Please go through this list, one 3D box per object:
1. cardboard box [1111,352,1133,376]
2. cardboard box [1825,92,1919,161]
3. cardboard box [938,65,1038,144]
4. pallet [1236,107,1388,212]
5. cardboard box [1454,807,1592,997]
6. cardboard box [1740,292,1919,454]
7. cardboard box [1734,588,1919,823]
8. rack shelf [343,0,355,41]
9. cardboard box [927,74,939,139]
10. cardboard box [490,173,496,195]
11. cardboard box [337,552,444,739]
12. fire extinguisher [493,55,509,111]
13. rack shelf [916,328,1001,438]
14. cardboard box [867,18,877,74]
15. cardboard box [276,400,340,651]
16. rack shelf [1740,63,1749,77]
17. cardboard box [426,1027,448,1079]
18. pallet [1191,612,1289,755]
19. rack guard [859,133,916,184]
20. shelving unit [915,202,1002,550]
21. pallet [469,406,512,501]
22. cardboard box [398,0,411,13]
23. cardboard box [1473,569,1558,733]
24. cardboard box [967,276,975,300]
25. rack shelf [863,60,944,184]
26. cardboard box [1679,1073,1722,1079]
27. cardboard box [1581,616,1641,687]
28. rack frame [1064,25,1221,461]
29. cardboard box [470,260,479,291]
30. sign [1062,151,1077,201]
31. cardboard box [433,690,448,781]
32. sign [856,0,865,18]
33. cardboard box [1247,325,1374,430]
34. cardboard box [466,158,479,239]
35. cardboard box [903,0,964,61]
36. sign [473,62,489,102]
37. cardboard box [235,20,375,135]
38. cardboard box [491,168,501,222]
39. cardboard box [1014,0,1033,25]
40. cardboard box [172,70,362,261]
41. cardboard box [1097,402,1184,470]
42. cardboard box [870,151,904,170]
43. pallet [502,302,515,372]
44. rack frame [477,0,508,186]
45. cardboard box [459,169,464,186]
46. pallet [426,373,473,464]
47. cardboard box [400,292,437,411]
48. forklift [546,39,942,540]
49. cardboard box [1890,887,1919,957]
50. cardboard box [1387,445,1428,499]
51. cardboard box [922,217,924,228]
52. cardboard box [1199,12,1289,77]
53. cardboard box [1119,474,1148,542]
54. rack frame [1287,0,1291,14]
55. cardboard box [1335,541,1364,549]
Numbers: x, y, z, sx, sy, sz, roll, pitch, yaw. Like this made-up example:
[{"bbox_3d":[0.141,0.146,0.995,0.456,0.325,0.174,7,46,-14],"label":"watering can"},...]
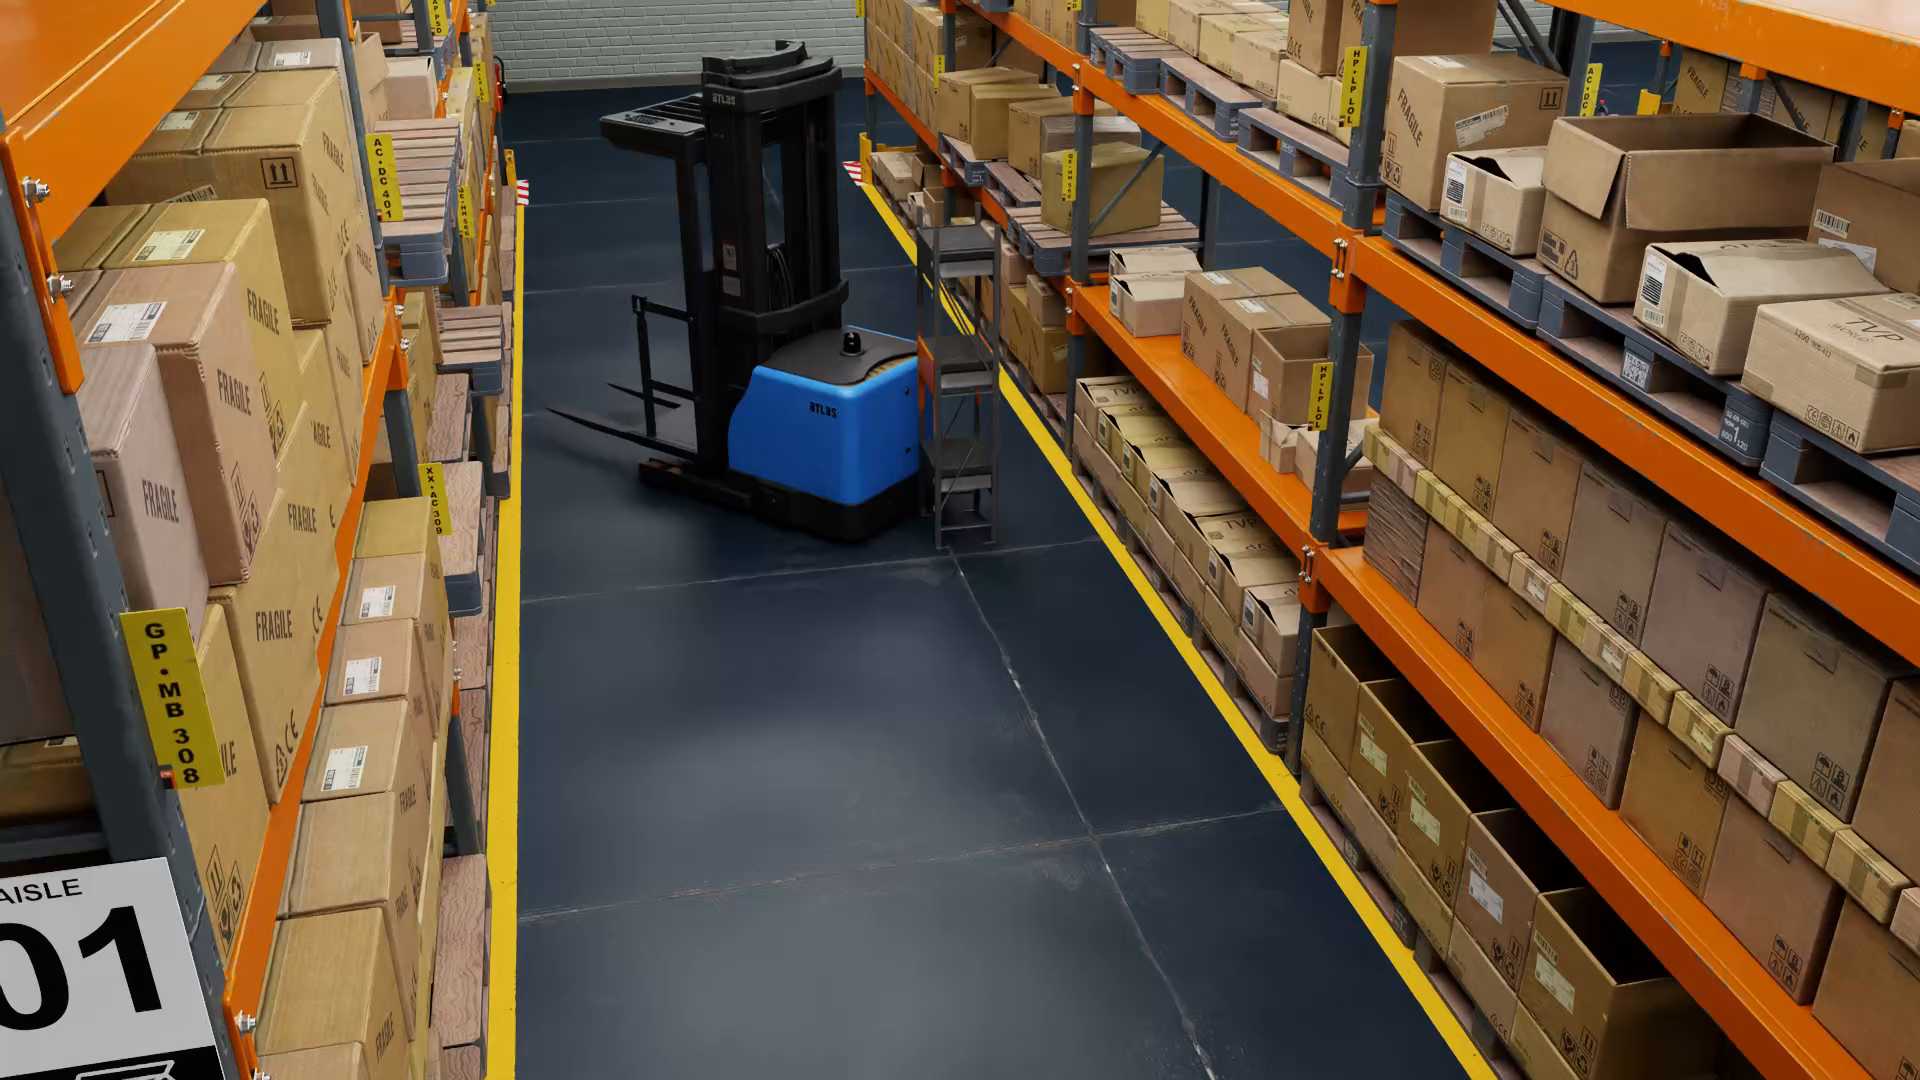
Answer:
[{"bbox_3d":[1.429,-1.288,12.258,0.500,0.500,0.500,-5,27,-9],"label":"cardboard box"},{"bbox_3d":[9.933,-4.275,17.784,0.875,0.875,0.875,-6,27,-12],"label":"cardboard box"},{"bbox_3d":[0.240,-3.736,14.245,0.700,0.500,0.500,-16,31,-29],"label":"cardboard box"},{"bbox_3d":[1.943,-1.862,7.993,0.805,0.209,1.217,-7,28,-14],"label":"pallet"},{"bbox_3d":[2.294,1.377,6.447,0.500,0.500,0.500,-6,27,-12],"label":"cardboard box"},{"bbox_3d":[2.539,-0.467,4.563,0.500,0.250,0.500,-6,27,-12],"label":"cardboard box"},{"bbox_3d":[2.827,0.450,4.978,0.700,0.500,0.500,-7,28,-13],"label":"cardboard box"},{"bbox_3d":[-3.122,-2.774,7.501,1.077,0.370,4.000,-6,27,-12],"label":"rack shelf"},{"bbox_3d":[-0.011,-3.972,15.180,0.500,0.500,0.500,-6,27,-11],"label":"cardboard box"},{"bbox_3d":[-4.560,-3.327,15.602,0.380,0.149,0.250,-7,28,-13],"label":"cardboard box"},{"bbox_3d":[-2.145,0.400,5.940,0.500,0.500,0.500,-6,27,-12],"label":"cardboard box"},{"bbox_3d":[-4.960,-4.898,17.624,0.296,0.674,0.183,-6,27,-12],"label":"fire extinguisher"},{"bbox_3d":[-0.013,-0.991,10.412,0.431,0.518,0.480,-6,27,-12],"label":"rack shelf"},{"bbox_3d":[-0.707,-5.313,17.837,0.500,0.500,0.500,-5,27,-11],"label":"cardboard box"},{"bbox_3d":[-1.808,0.007,3.946,0.500,0.500,0.500,-5,27,-9],"label":"cardboard box"},{"bbox_3d":[5.629,-4.376,13.559,1.077,0.370,4.000,-6,27,-12],"label":"rack shelf"},{"bbox_3d":[-2.083,2.068,5.610,0.700,0.500,0.500,-8,28,-15],"label":"cardboard box"},{"bbox_3d":[1.950,0.703,9.123,1.003,0.211,1.213,-6,27,-12],"label":"pallet"},{"bbox_3d":[-0.533,-4.341,18.796,1.175,0.500,0.348,-6,27,-12],"label":"rack guard"},{"bbox_3d":[-0.013,-1.003,10.406,0.431,2.100,0.503,-6,27,-12],"label":"shelving unit"},{"bbox_3d":[-3.677,-0.582,11.670,1.003,0.211,1.213,-6,27,-12],"label":"pallet"},{"bbox_3d":[-4.020,-3.732,10.887,0.700,0.500,0.500,-5,27,-9],"label":"cardboard box"},{"bbox_3d":[2.495,0.379,6.560,0.700,0.500,0.500,-6,27,-11],"label":"cardboard box"},{"bbox_3d":[0.354,-2.345,14.352,0.500,0.500,0.500,-6,27,-11],"label":"cardboard box"},{"bbox_3d":[-0.099,-4.291,16.721,1.077,0.370,4.000,-6,27,-12],"label":"rack shelf"},{"bbox_3d":[2.523,2.150,5.747,0.500,0.250,0.500,-6,27,-12],"label":"cardboard box"},{"bbox_3d":[2.433,0.370,5.856,0.380,0.149,0.250,-6,27,-12],"label":"cardboard box"},{"bbox_3d":[1.253,-1.978,11.340,1.000,3.000,0.127,-6,27,-12],"label":"rack frame"},{"bbox_3d":[-3.447,-1.775,11.195,0.380,0.149,0.250,-5,27,-10],"label":"cardboard box"},{"bbox_3d":[0.726,-2.401,10.980,0.100,0.325,0.005,-6,27,-12],"label":"sign"},{"bbox_3d":[-2.165,0.737,6.105,0.500,0.250,0.500,-6,27,-11],"label":"cardboard box"},{"bbox_3d":[-1.079,-5.822,17.994,0.100,0.325,0.005,-6,27,-12],"label":"sign"},{"bbox_3d":[1.879,-0.837,8.968,0.500,0.500,0.500,-4,27,-8],"label":"cardboard box"},{"bbox_3d":[-3.652,-2.348,11.610,0.500,0.500,0.500,-6,27,-12],"label":"cardboard box"},{"bbox_3d":[-0.246,-4.867,15.843,0.500,0.500,0.500,-6,27,-11],"label":"cardboard box"},{"bbox_3d":[-3.947,-3.771,13.694,0.100,0.325,0.005,-6,27,-12],"label":"sign"},{"bbox_3d":[-2.994,-2.078,7.633,0.500,0.500,0.500,-7,28,-13],"label":"cardboard box"},{"bbox_3d":[-4.893,-3.320,16.306,0.700,0.500,0.500,-7,28,-13],"label":"cardboard box"},{"bbox_3d":[0.890,-4.002,11.911,0.910,0.500,0.500,-6,27,-12],"label":"cardboard box"},{"bbox_3d":[-2.159,-1.123,5.075,0.500,0.500,0.500,-4,27,-9],"label":"cardboard box"},{"bbox_3d":[1.212,-0.699,10.769,0.500,0.311,0.500,-7,28,-13],"label":"cardboard box"},{"bbox_3d":[-0.790,-4.195,18.408,0.380,0.149,0.250,-6,27,-12],"label":"cardboard box"},{"bbox_3d":[-4.227,-1.654,13.792,1.003,0.211,1.213,-6,27,-12],"label":"pallet"},{"bbox_3d":[-5.375,-4.986,17.299,1.000,3.000,0.127,-6,27,-12],"label":"rack frame"},{"bbox_3d":[-3.430,-2.233,10.549,0.500,0.250,0.500,-5,27,-10],"label":"cardboard box"},{"bbox_3d":[-3.086,-0.523,8.670,1.003,0.211,1.213,-6,27,-12],"label":"pallet"},{"bbox_3d":[-3.154,-0.965,8.733,0.700,0.500,0.500,-6,27,-12],"label":"cardboard box"},{"bbox_3d":[-1.606,-1.815,11.093,3.031,2.935,1.130,18,32,31],"label":"forklift"},{"bbox_3d":[2.784,1.051,4.508,0.380,0.149,0.250,-6,27,-12],"label":"cardboard box"},{"bbox_3d":[2.083,-0.309,7.202,0.380,0.149,0.250,-6,27,-11],"label":"cardboard box"},{"bbox_3d":[-0.196,-3.038,16.115,0.380,0.149,0.250,-6,27,-12],"label":"cardboard box"},{"bbox_3d":[1.664,-2.764,9.268,0.500,0.250,0.500,-6,27,-13],"label":"cardboard box"},{"bbox_3d":[1.322,-0.230,10.463,0.500,0.250,0.500,-7,28,-13],"label":"cardboard box"},{"bbox_3d":[4.277,-5.992,19.292,1.000,3.000,0.127,-6,27,-12],"label":"rack frame"},{"bbox_3d":[2.196,0.140,9.106,0.500,0.311,0.500,-6,27,-12],"label":"cardboard box"}]
